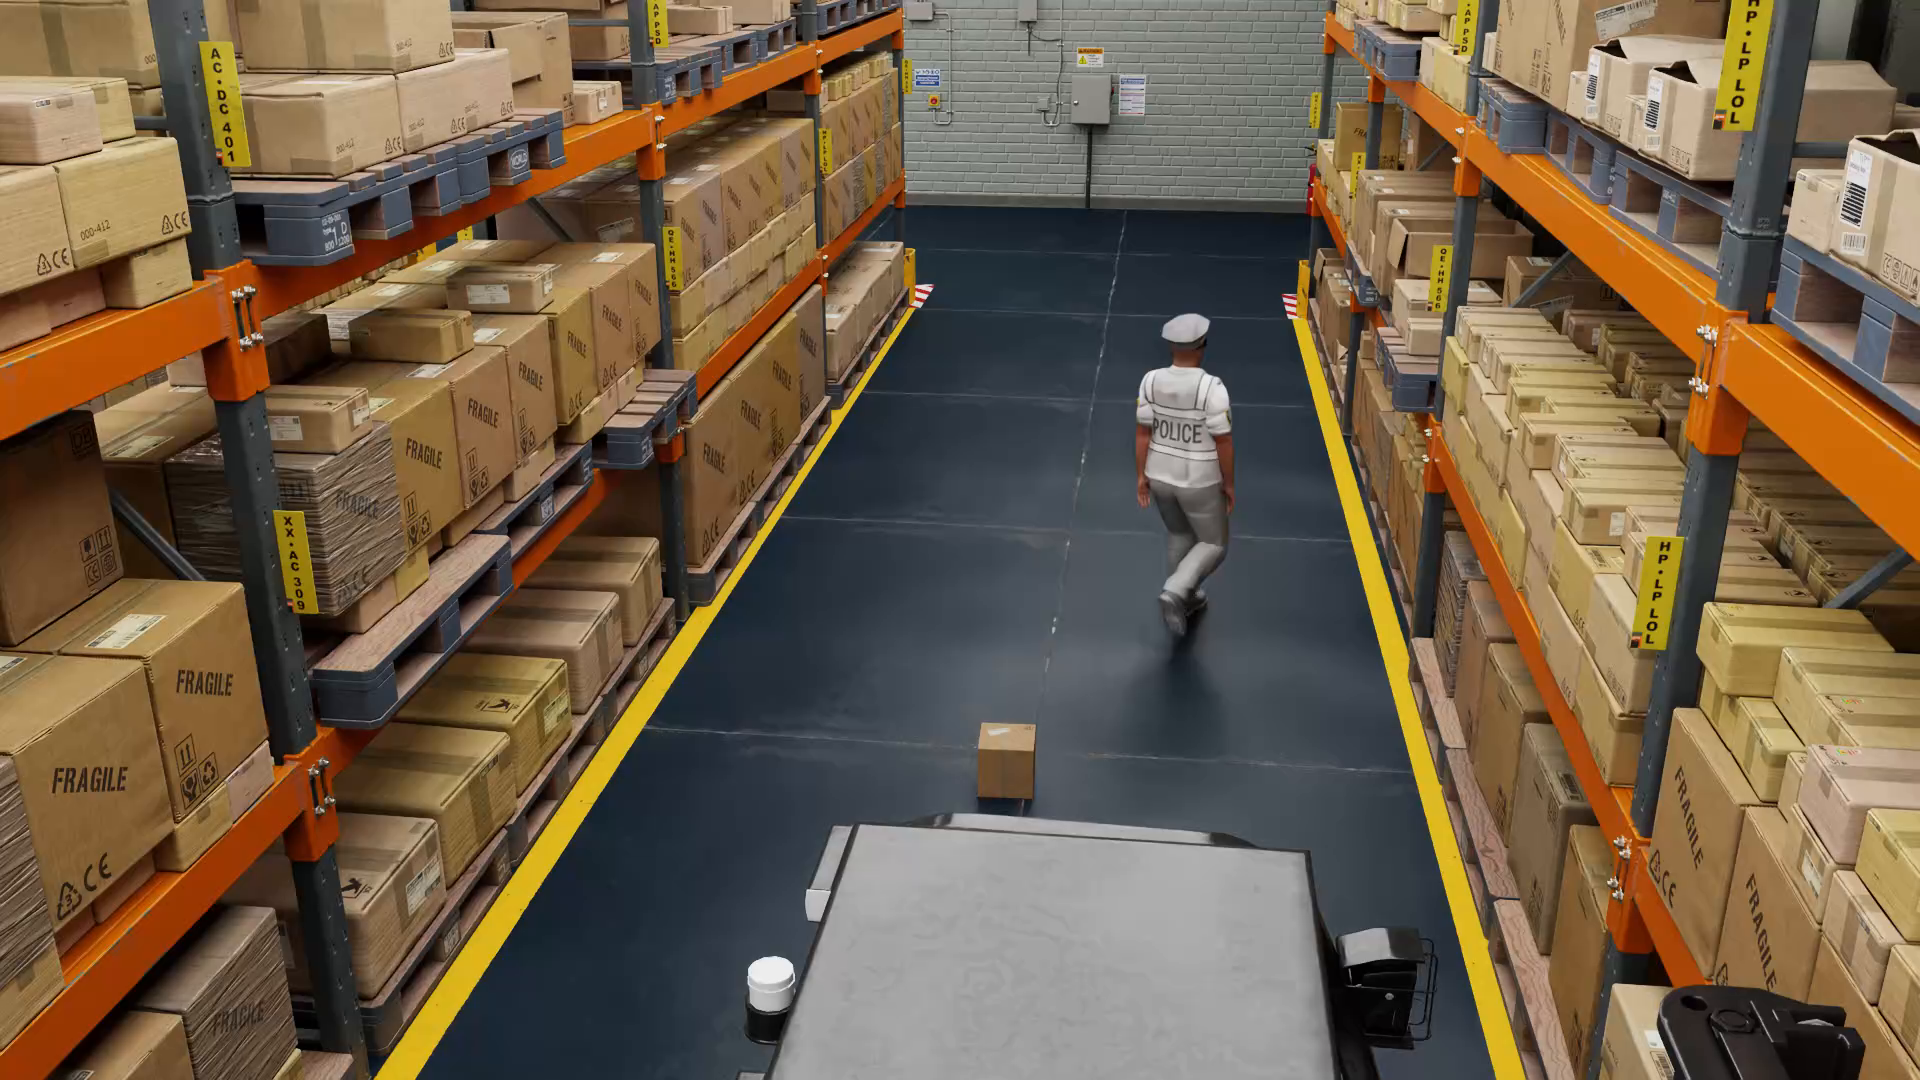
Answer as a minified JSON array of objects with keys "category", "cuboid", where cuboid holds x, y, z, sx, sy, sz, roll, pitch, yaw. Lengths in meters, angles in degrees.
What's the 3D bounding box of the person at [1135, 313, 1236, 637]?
[{"category":"person","cuboid":[1.208,-0.348,8.907,0.545,1.740,0.771,15,26,34]}]
